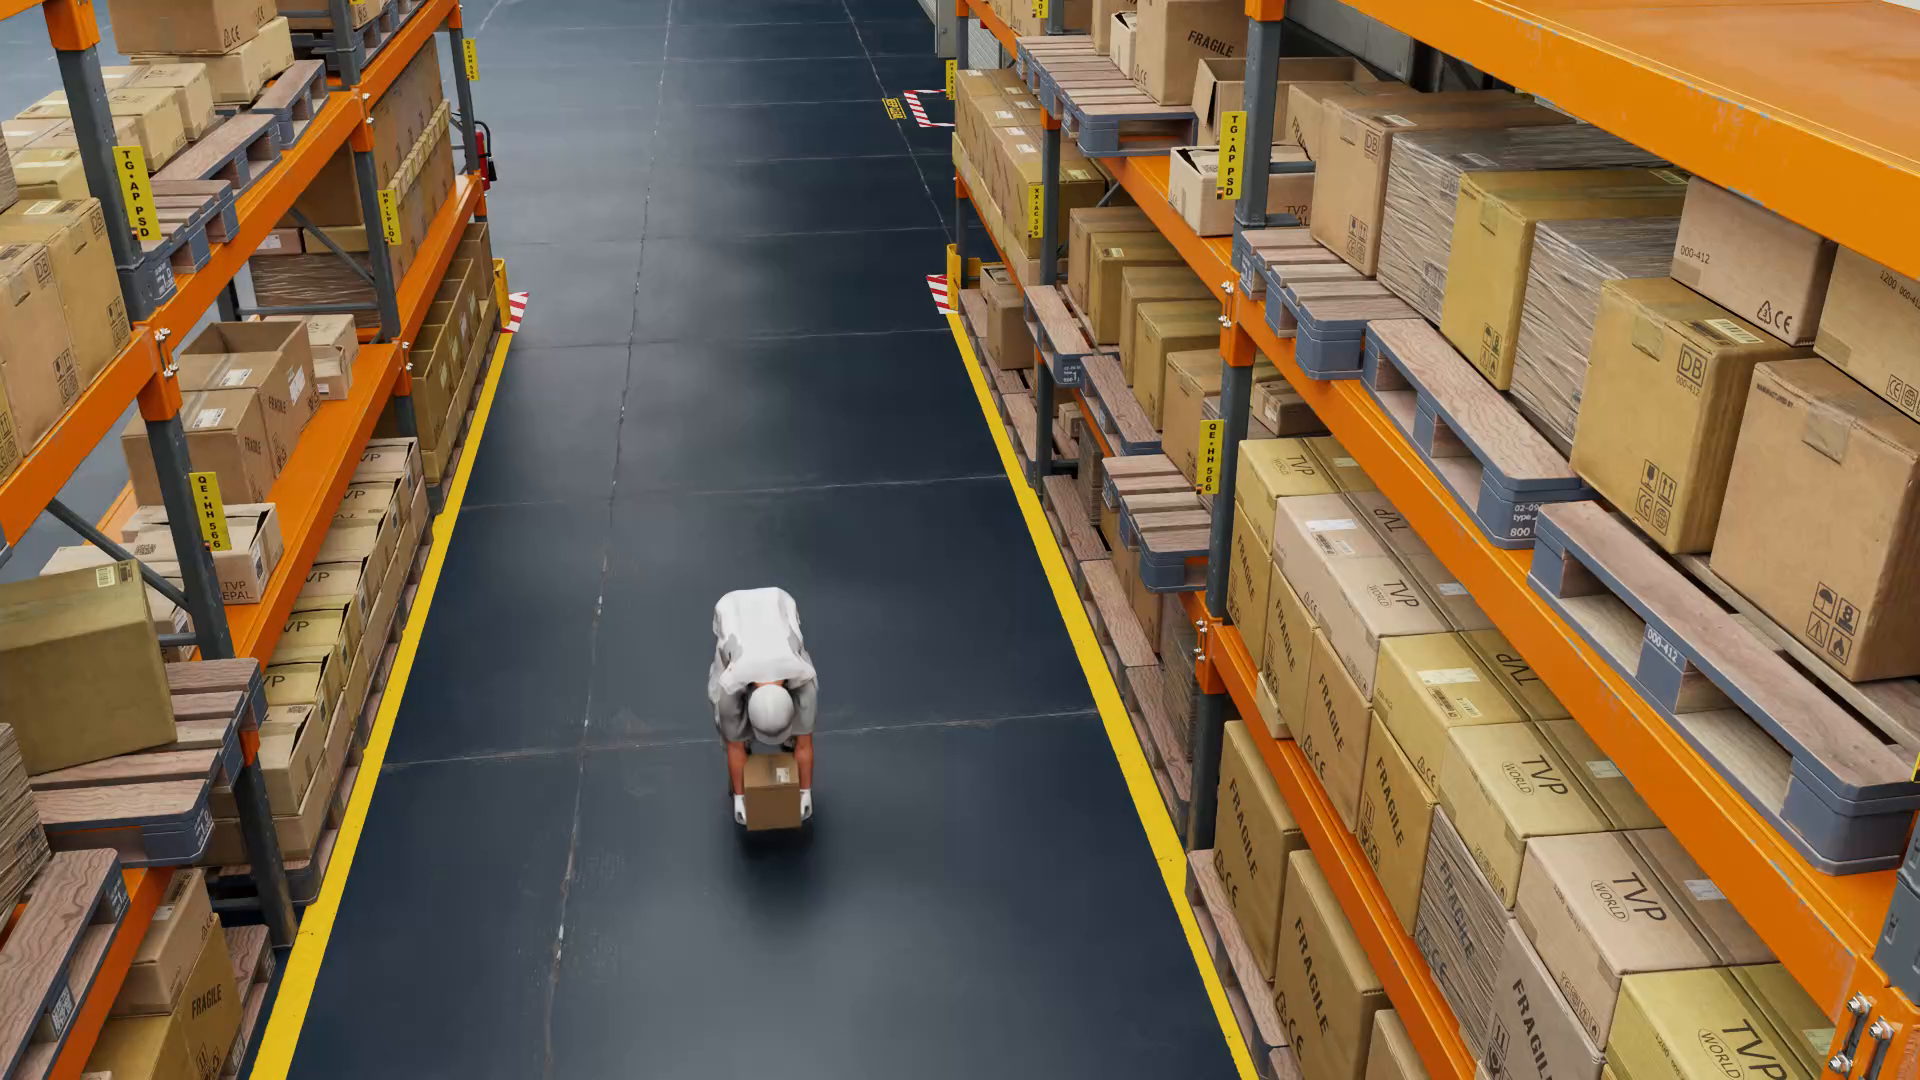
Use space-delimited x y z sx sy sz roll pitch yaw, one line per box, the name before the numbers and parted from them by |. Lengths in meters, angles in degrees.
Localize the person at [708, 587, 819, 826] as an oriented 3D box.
person | -0.908 0.819 7.801 0.524 1.036 0.957 -5 27 -9
